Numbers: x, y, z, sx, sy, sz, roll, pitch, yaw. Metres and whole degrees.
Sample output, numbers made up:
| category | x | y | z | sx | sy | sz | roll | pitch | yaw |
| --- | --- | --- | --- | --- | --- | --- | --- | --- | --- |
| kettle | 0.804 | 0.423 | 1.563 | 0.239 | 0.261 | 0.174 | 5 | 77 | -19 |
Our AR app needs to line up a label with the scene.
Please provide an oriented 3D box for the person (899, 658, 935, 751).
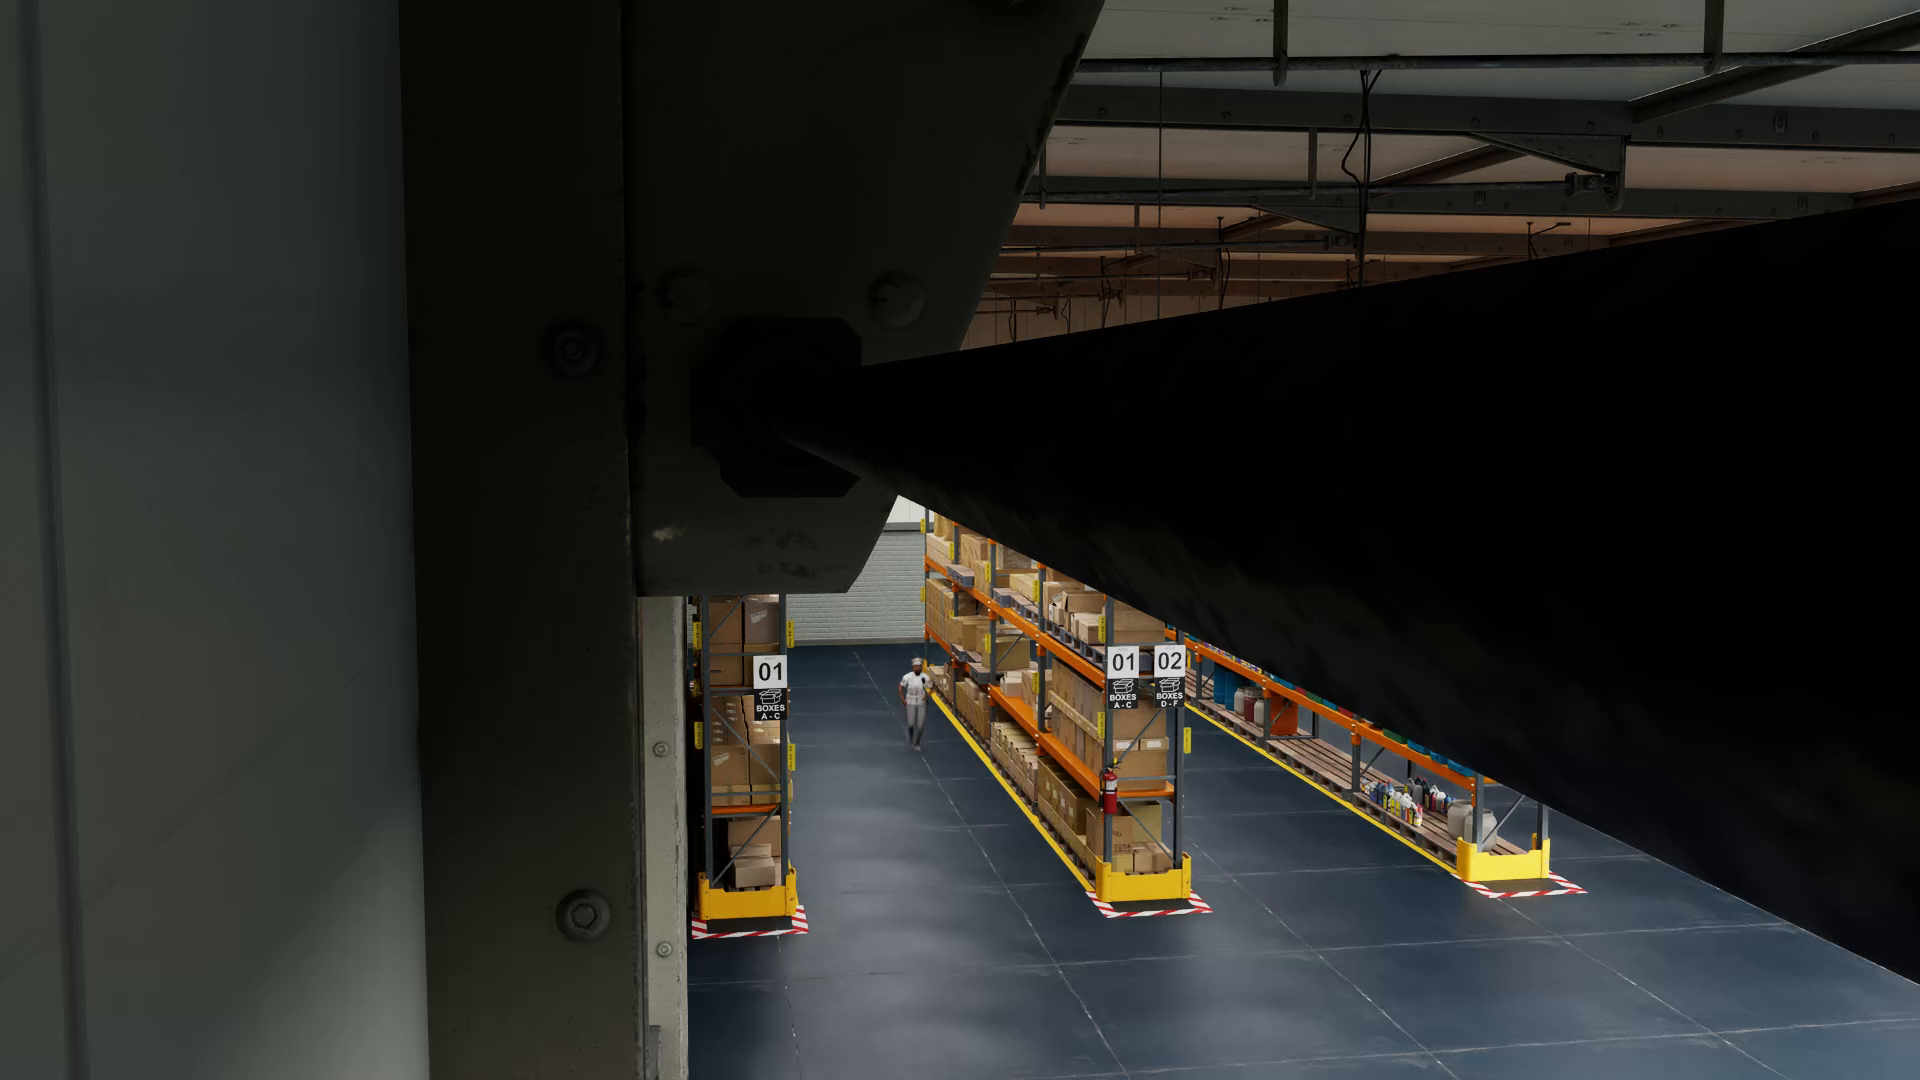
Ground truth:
| category | x | y | z | sx | sy | sz | roll | pitch | yaw |
| --- | --- | --- | --- | --- | --- | --- | --- | --- | --- |
| person | -0.764 | 2.910 | 29.430 | 0.636 | 1.662 | 0.500 | 0 | 5 | -3 |
